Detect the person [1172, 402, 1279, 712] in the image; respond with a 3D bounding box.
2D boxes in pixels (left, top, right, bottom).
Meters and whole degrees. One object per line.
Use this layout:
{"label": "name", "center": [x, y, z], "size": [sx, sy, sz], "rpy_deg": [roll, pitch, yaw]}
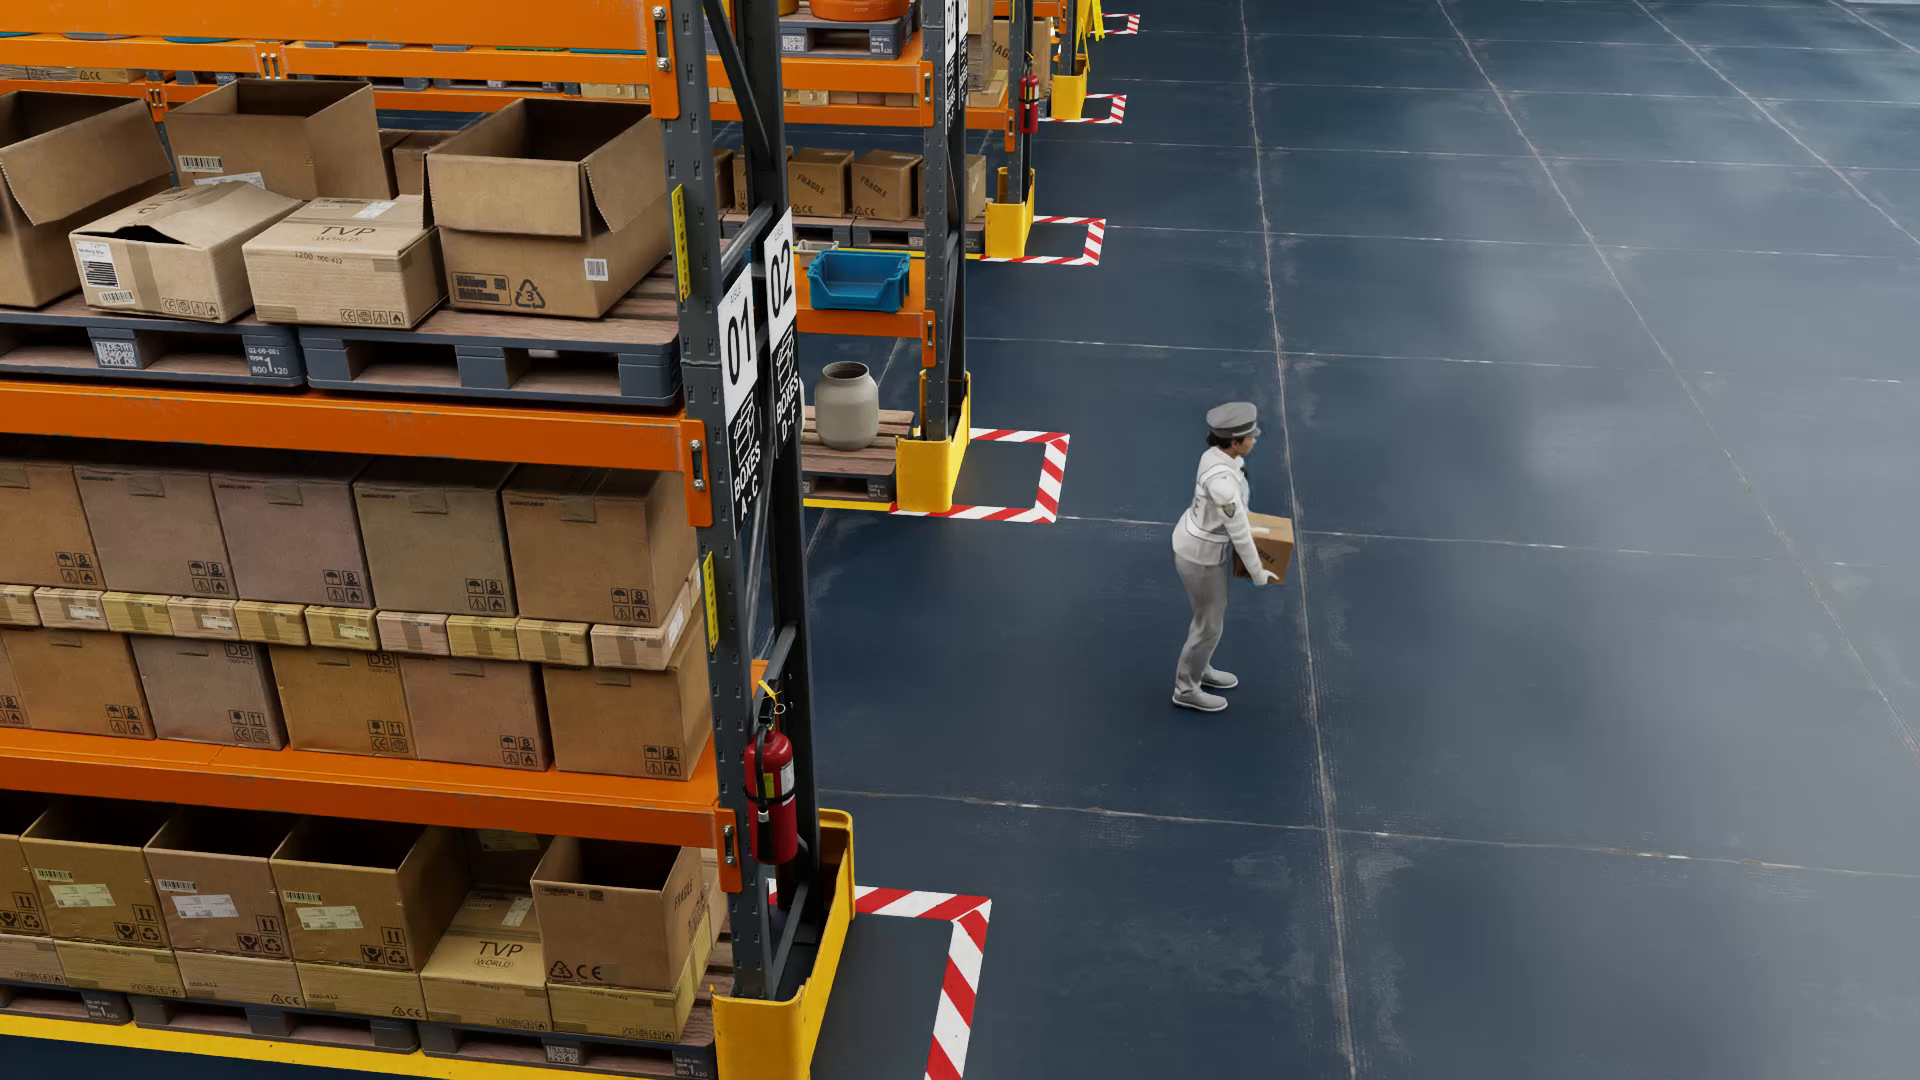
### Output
{"label": "person", "center": [1.345, 0.090, 8.472], "size": [0.535, 1.659, 0.421], "rpy_deg": [3, 29, 5]}
